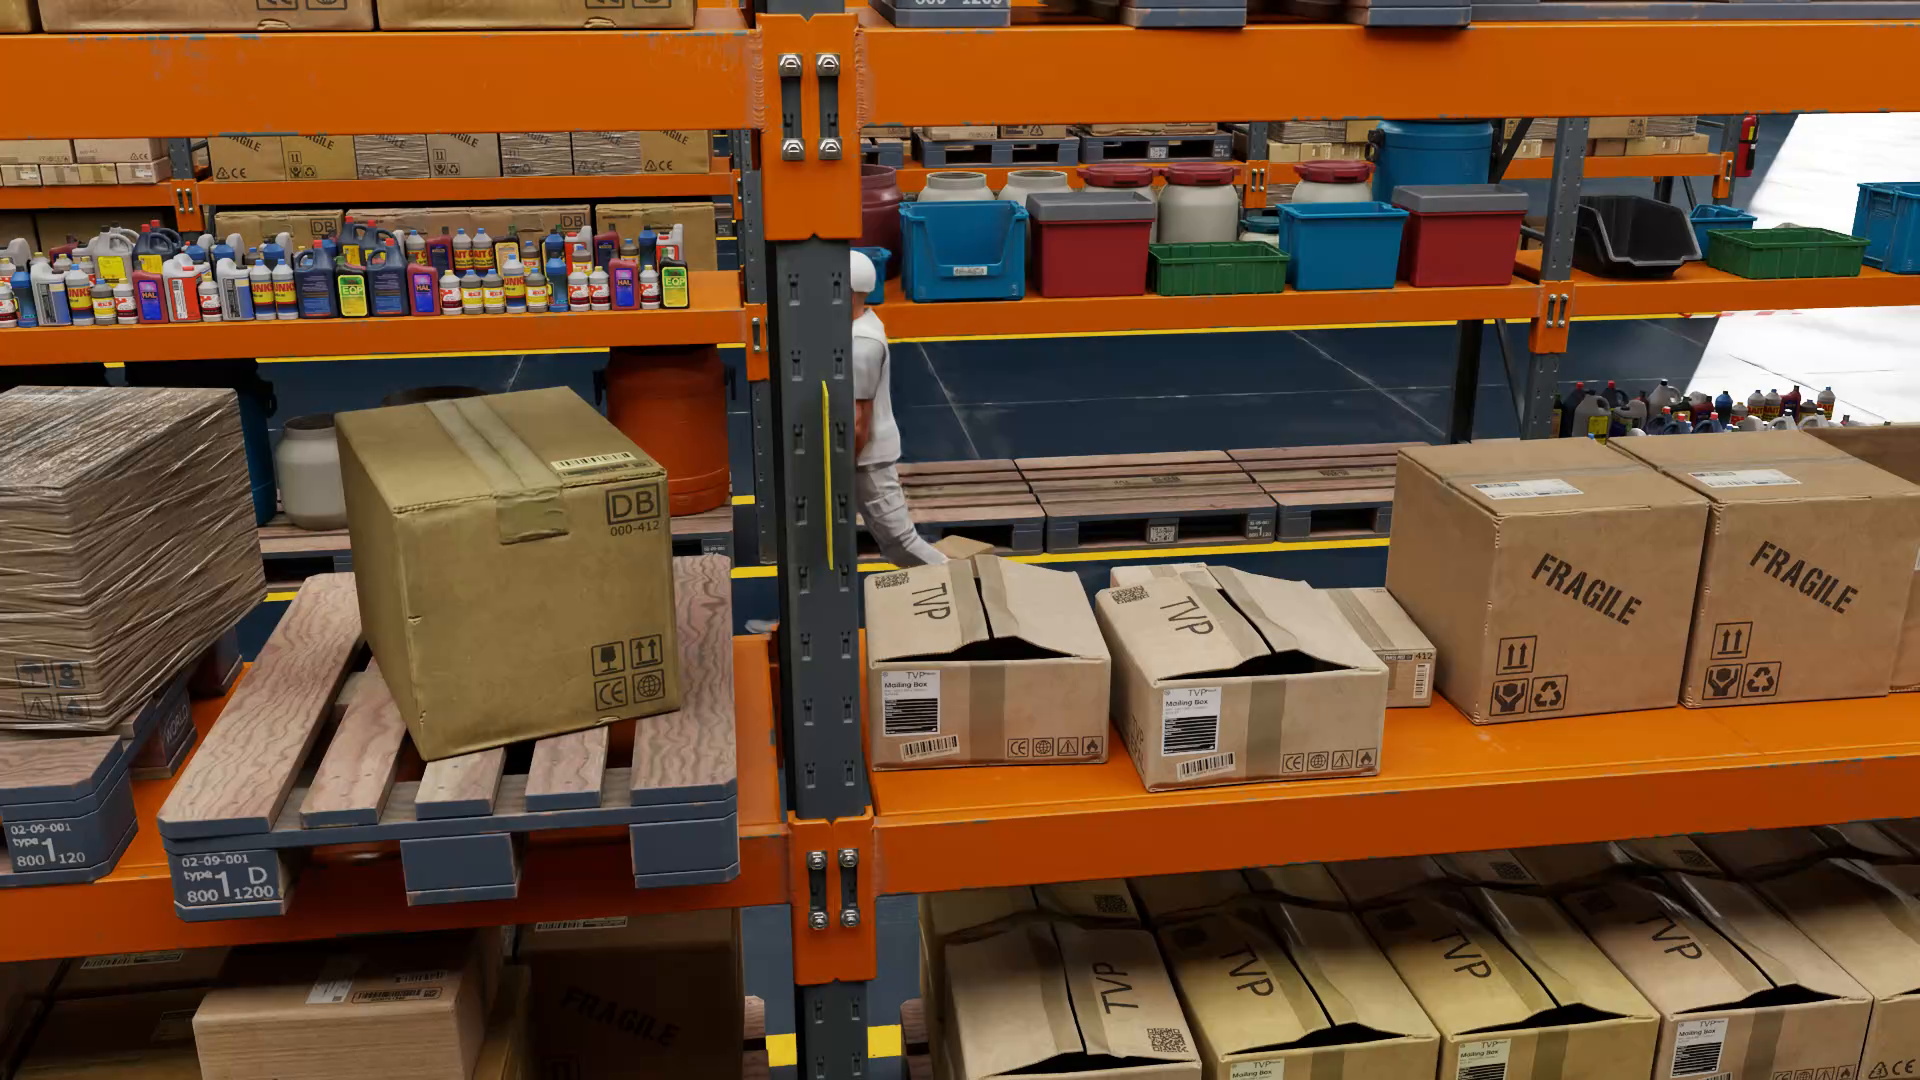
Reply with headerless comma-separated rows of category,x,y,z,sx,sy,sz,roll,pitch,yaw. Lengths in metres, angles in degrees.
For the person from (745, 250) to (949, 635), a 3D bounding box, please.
person,-0.409,-0.354,7.025,1.053,1.754,0.544,-3,20,-9
